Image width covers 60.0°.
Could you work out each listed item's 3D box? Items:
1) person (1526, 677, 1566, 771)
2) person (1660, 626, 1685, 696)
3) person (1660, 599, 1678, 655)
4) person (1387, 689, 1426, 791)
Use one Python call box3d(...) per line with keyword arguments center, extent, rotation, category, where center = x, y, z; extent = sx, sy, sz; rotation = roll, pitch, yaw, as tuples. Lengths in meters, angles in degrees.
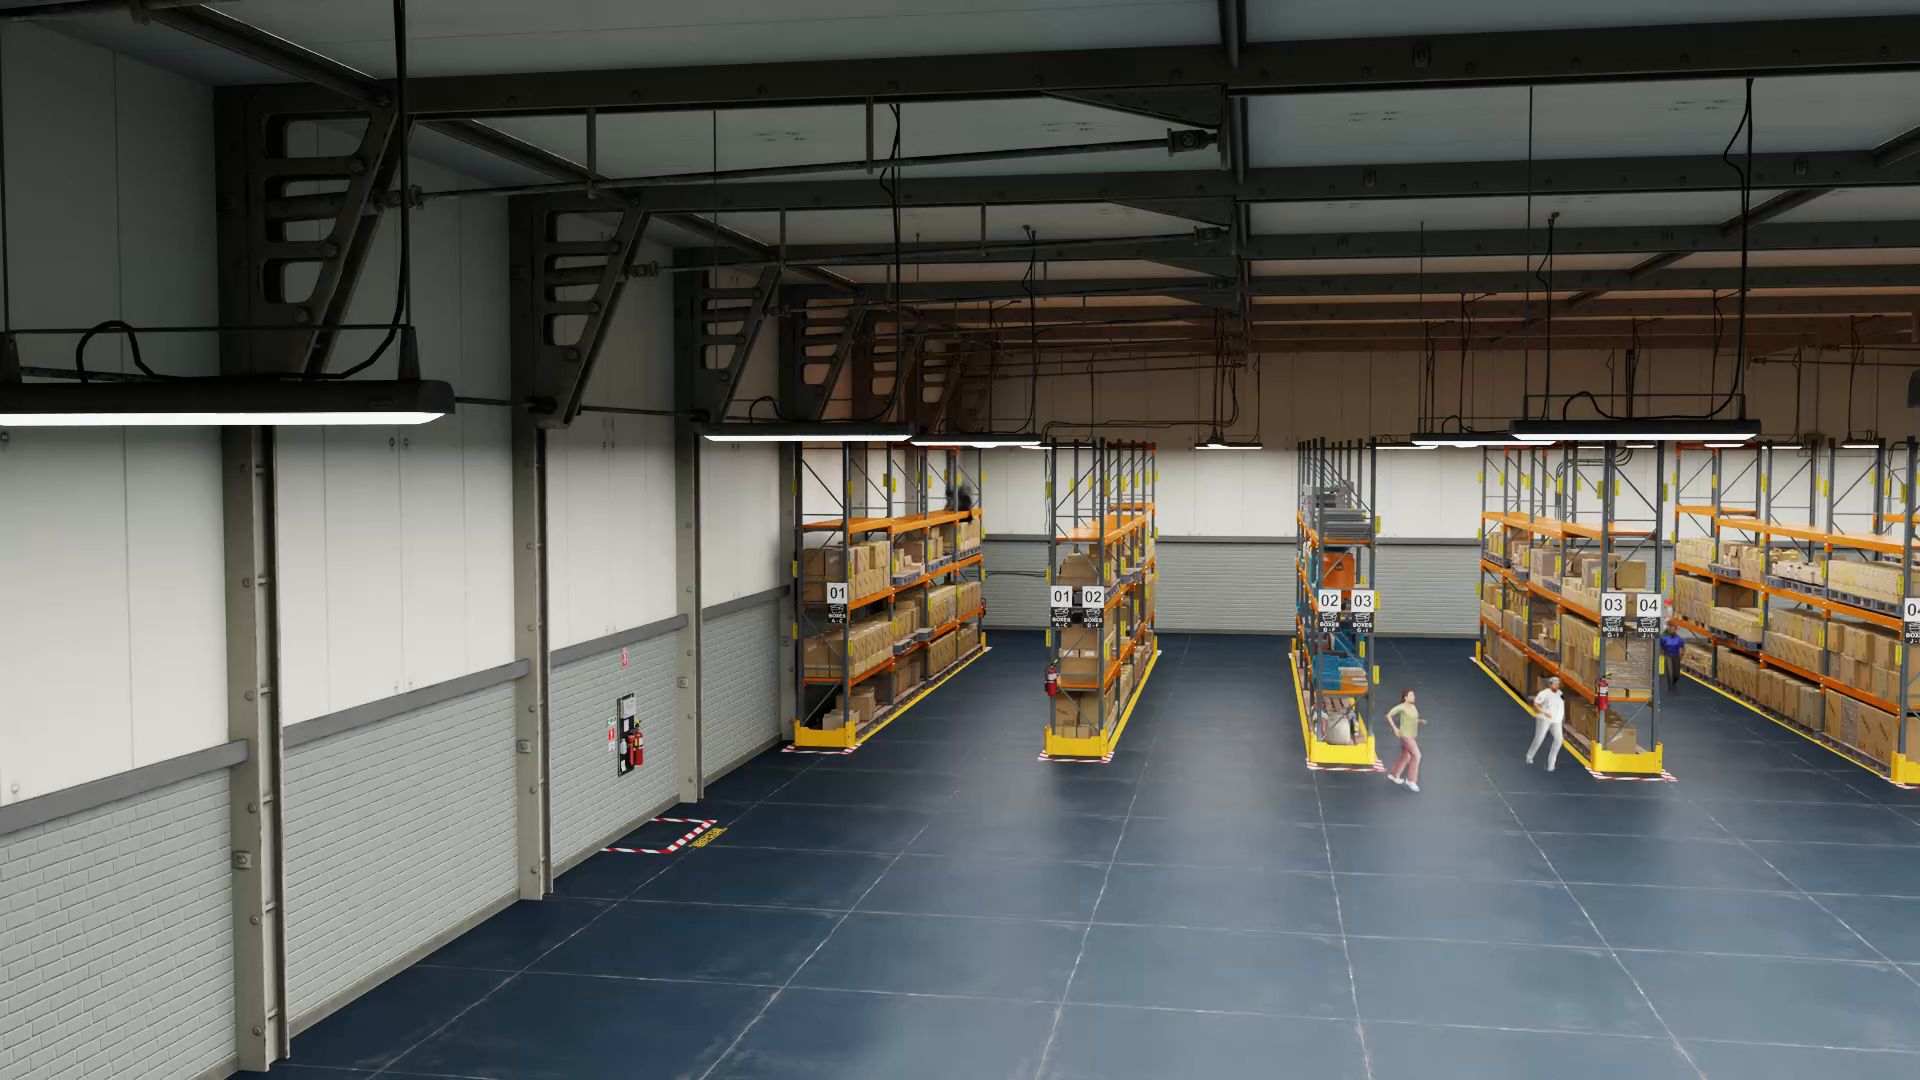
box3d(center=(10.698, 3.320, 30.184), extent=(0.695, 1.693, 0.696), rotation=(0, 3, -6), category="person")
box3d(center=(16.804, 2.840, 39.317), extent=(0.579, 1.630, 0.671), rotation=(1, 3, 14), category="person")
box3d(center=(19.571, 2.461, 45.955), extent=(0.520, 1.702, 0.943), rotation=(2, 3, 28), category="person")
box3d(center=(7.605, 3.384, 28.327), extent=(0.728, 1.717, 0.549), rotation=(3, 4, 43), category="person")
